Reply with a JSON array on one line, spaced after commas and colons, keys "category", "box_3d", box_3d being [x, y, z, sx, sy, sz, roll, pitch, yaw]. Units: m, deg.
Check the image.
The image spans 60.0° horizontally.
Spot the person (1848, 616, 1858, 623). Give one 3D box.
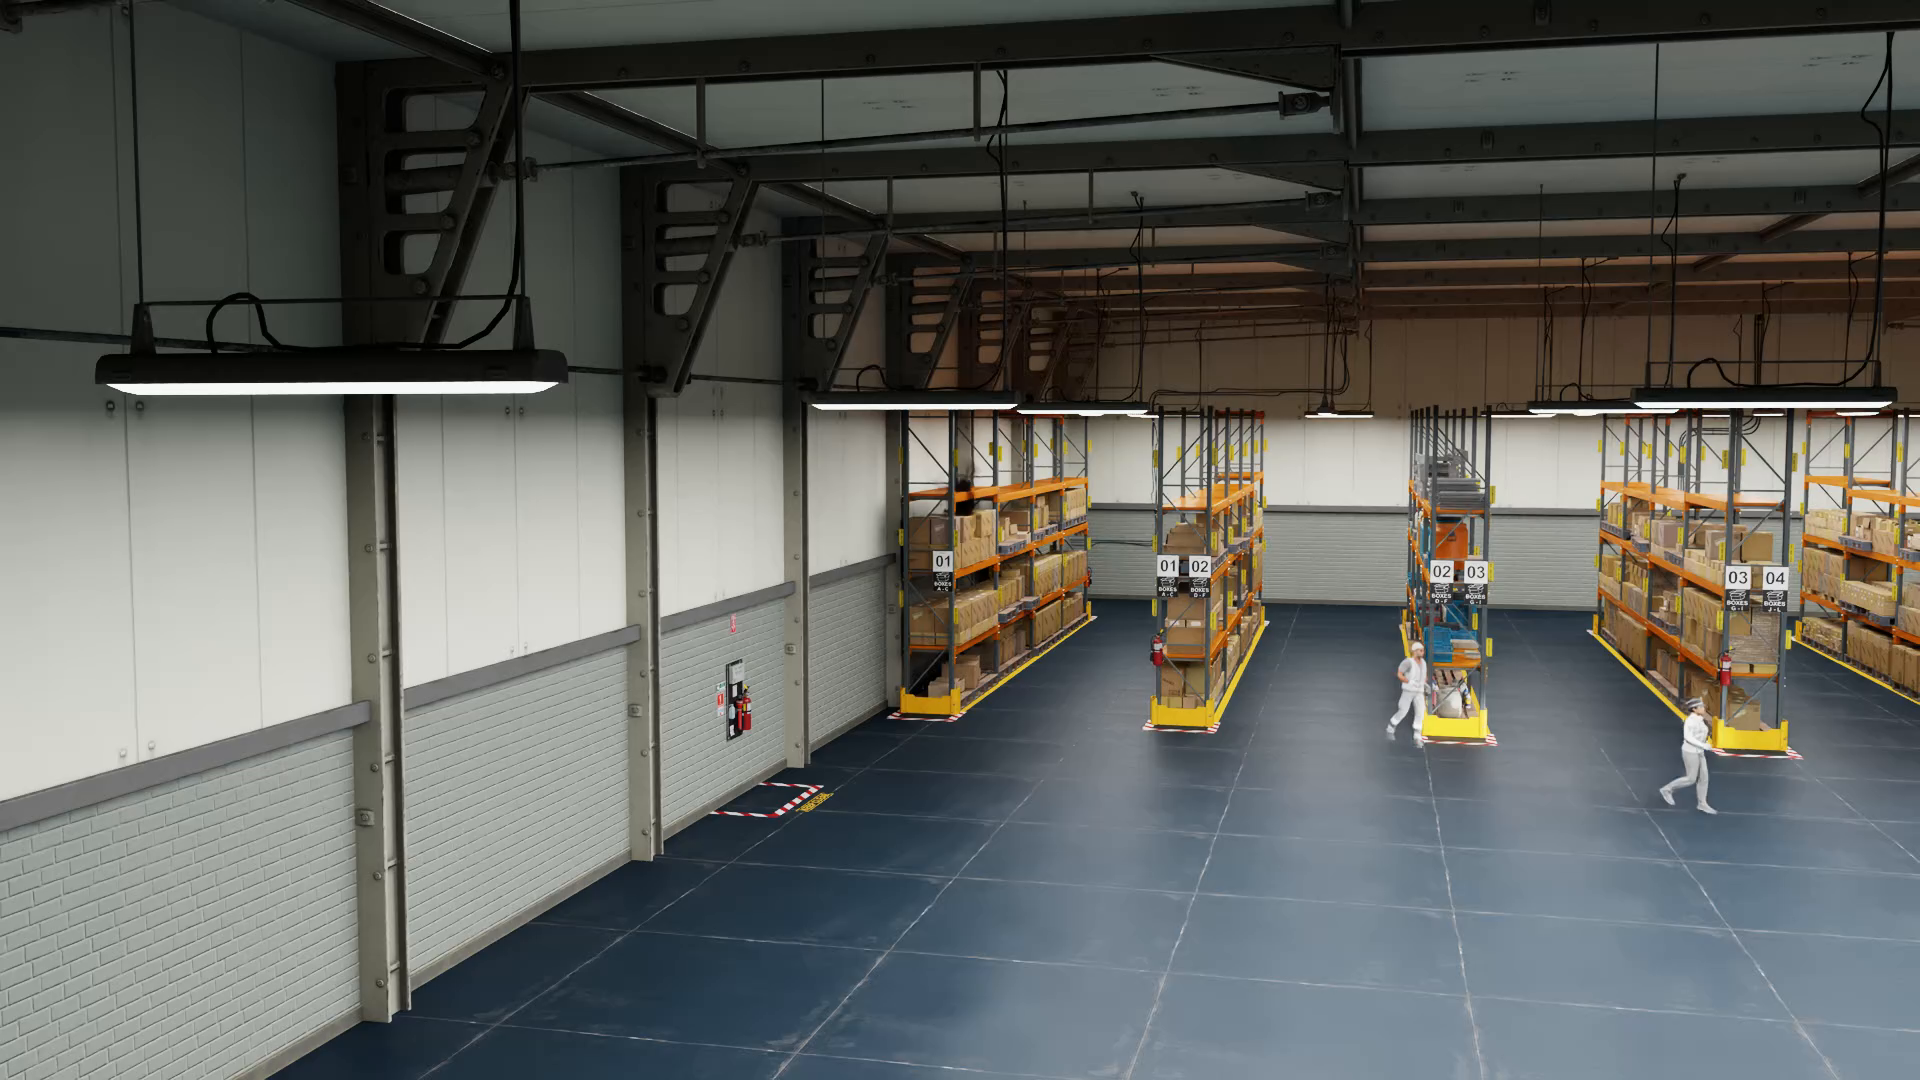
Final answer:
[{"category": "person", "box_3d": [23.716, 1.749, 44.036, 0.721, 1.613, 0.925, -1, 4, -16]}]

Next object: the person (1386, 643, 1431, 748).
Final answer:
[{"category": "person", "box_3d": [8.041, 2.709, 29.403, 0.725, 1.796, 0.864, -2, 4, -23]}]

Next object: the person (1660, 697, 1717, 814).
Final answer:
[{"category": "person", "box_3d": [10.728, 3.135, 24.411, 0.784, 1.705, 0.639, 3, 5, 38]}]
